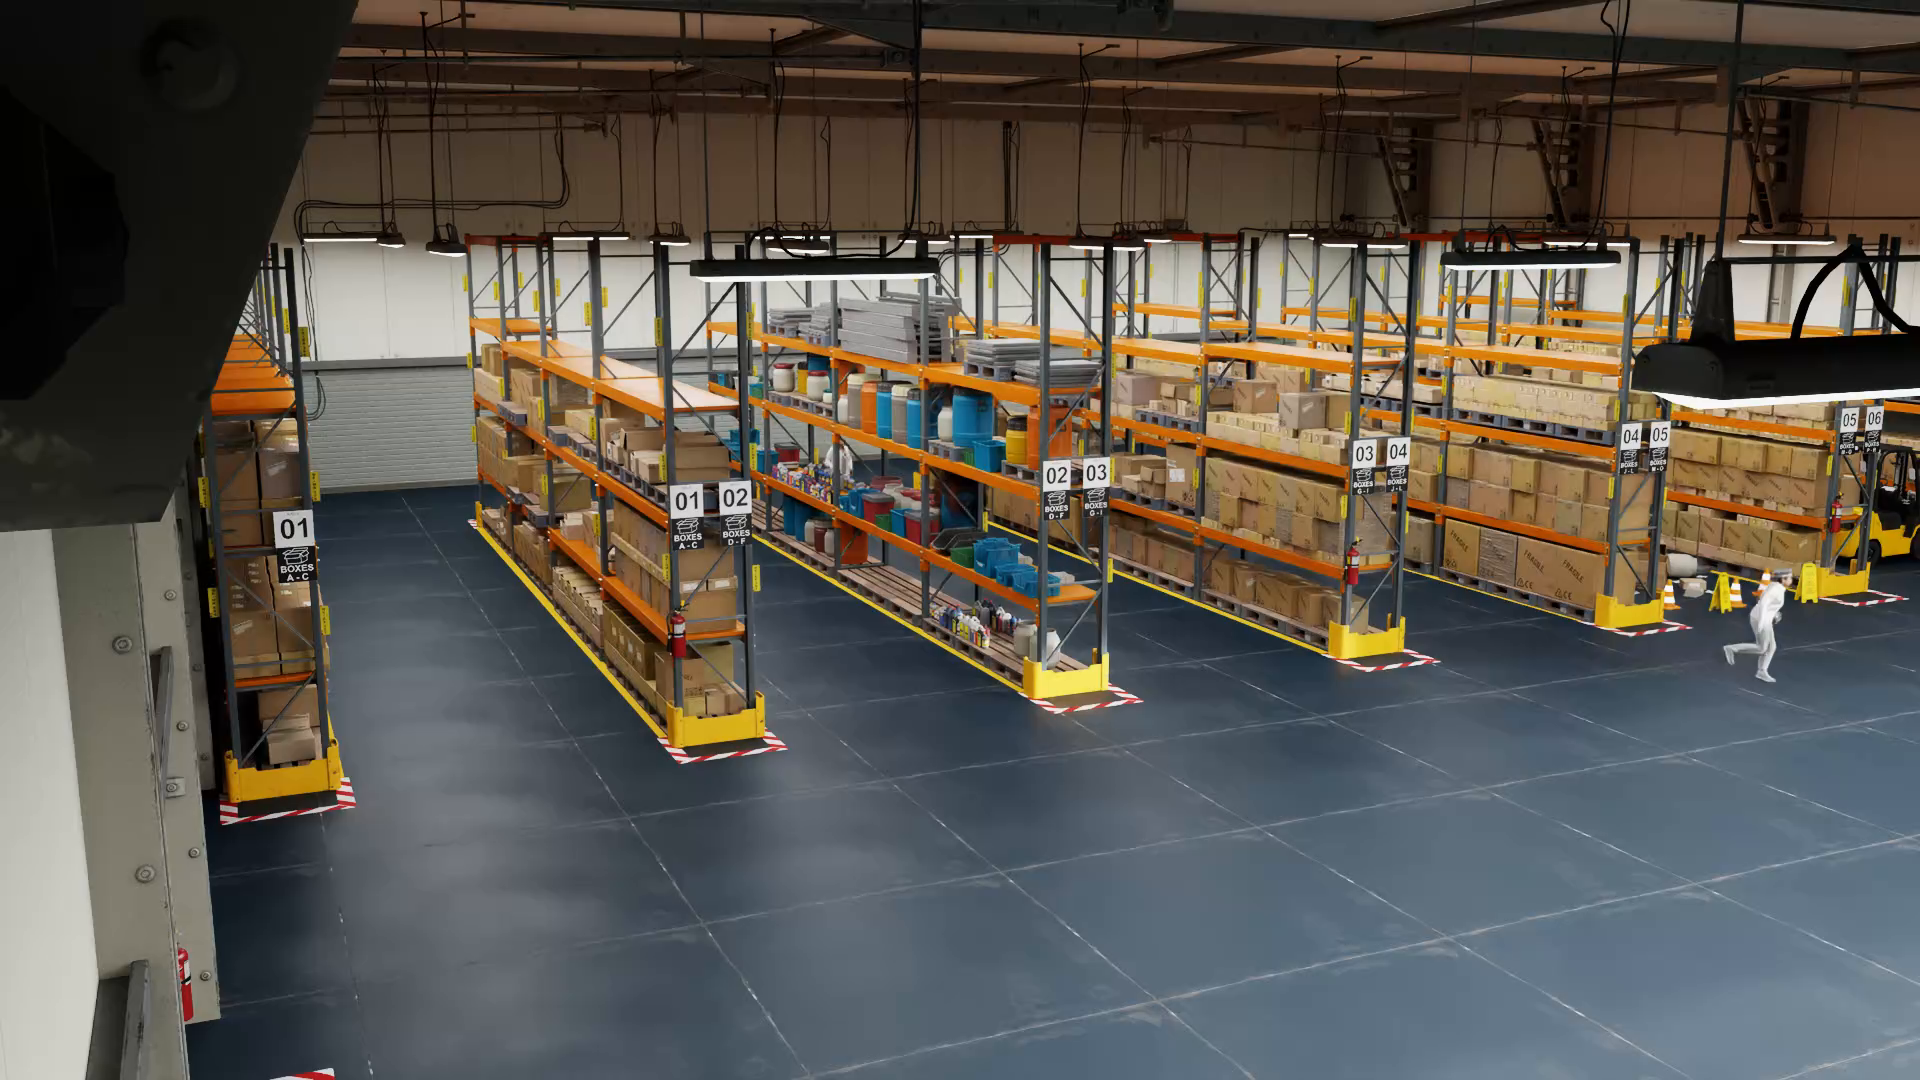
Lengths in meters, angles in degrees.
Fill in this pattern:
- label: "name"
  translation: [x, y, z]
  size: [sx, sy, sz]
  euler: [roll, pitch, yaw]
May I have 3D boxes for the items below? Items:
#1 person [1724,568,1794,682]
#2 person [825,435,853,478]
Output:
- label: "person"
  translation: [11.071, 1.154, 23.086]
  size: [0.803, 1.627, 0.615]
  euler: [4, 12, 18]
- label: "person"
  translation: [-2.572, -1.385, 35.724]
  size: [0.699, 1.747, 0.678]
  euler: [-8, 13, -34]
